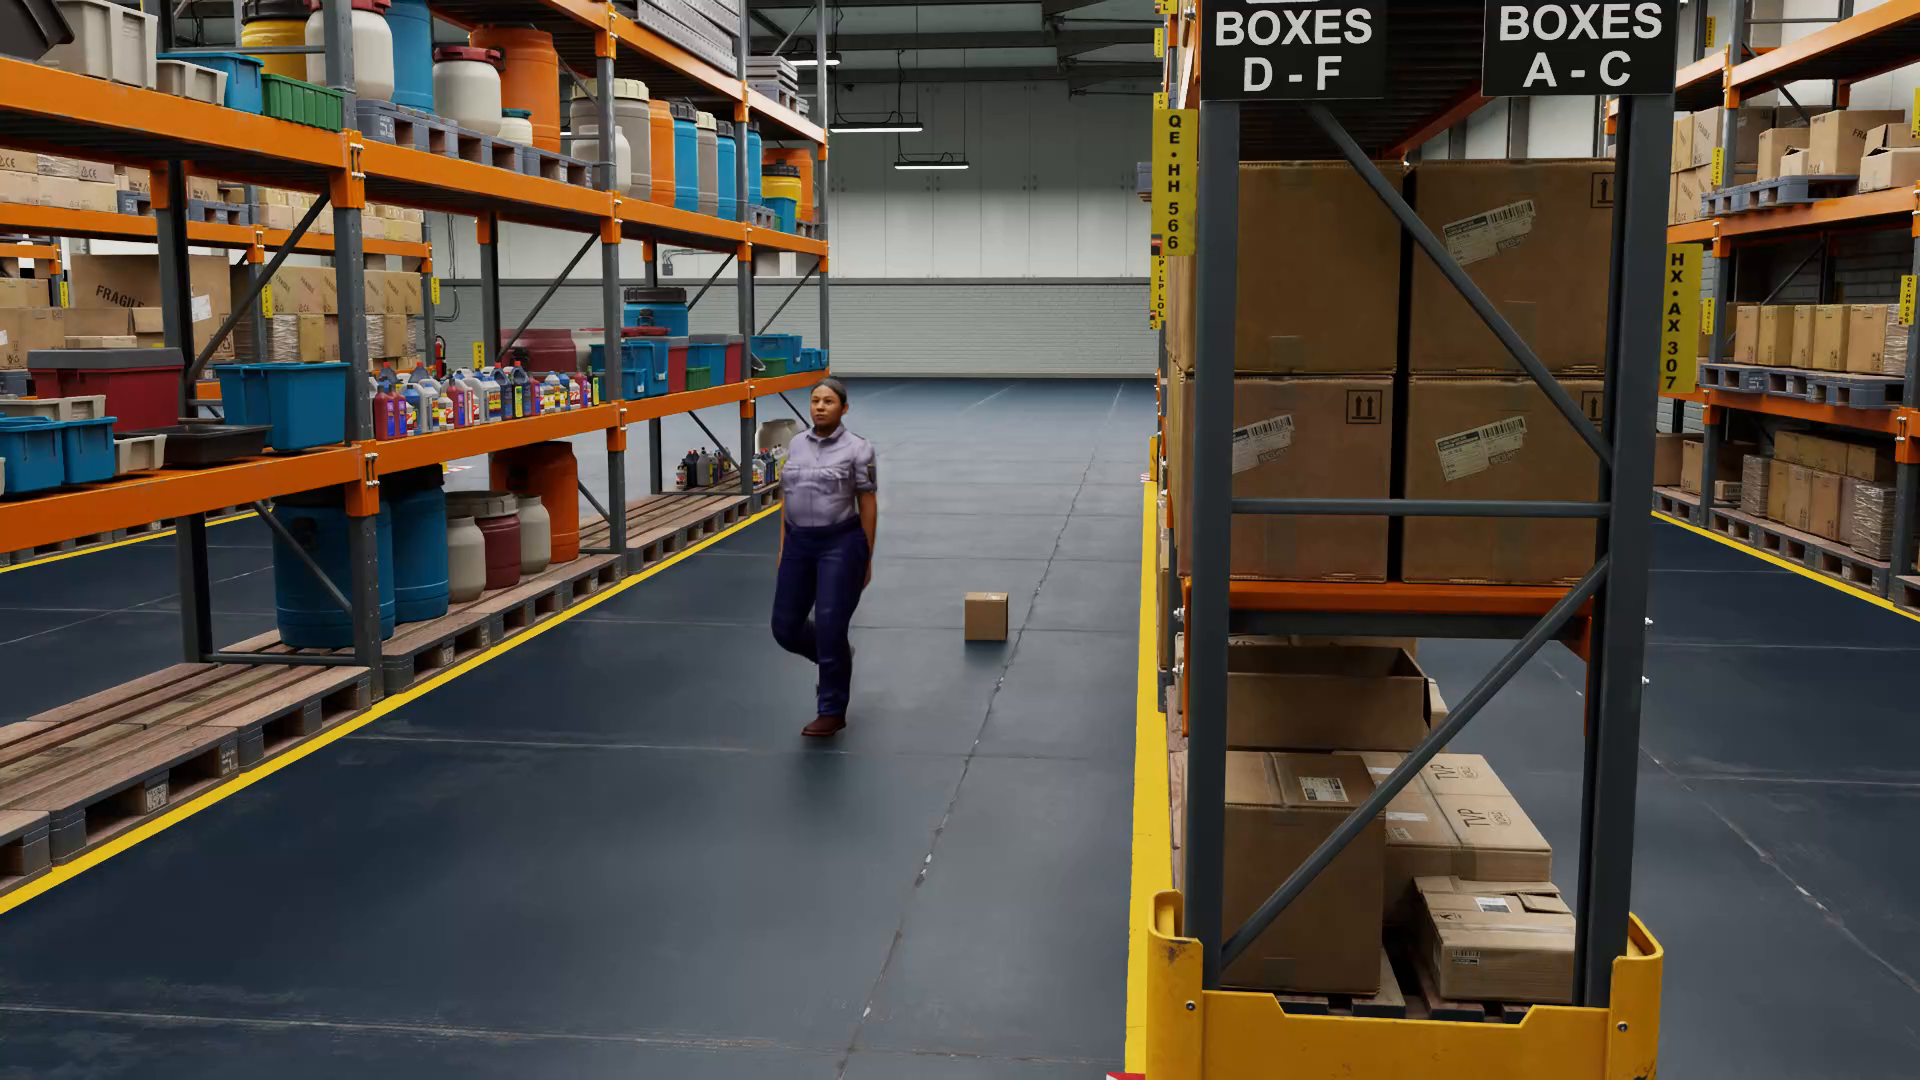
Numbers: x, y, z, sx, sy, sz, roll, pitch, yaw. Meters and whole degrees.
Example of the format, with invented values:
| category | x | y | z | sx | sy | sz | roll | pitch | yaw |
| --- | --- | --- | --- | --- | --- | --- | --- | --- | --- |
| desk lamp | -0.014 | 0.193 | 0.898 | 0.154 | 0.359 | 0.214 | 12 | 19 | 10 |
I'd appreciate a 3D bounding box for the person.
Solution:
| category | x | y | z | sx | sy | sz | roll | pitch | yaw |
| --- | --- | --- | --- | --- | --- | --- | --- | --- | --- |
| person | -0.611 | 0.058 | 7.764 | 0.481 | 1.627 | 0.654 | 4 | 9 | 25 |
